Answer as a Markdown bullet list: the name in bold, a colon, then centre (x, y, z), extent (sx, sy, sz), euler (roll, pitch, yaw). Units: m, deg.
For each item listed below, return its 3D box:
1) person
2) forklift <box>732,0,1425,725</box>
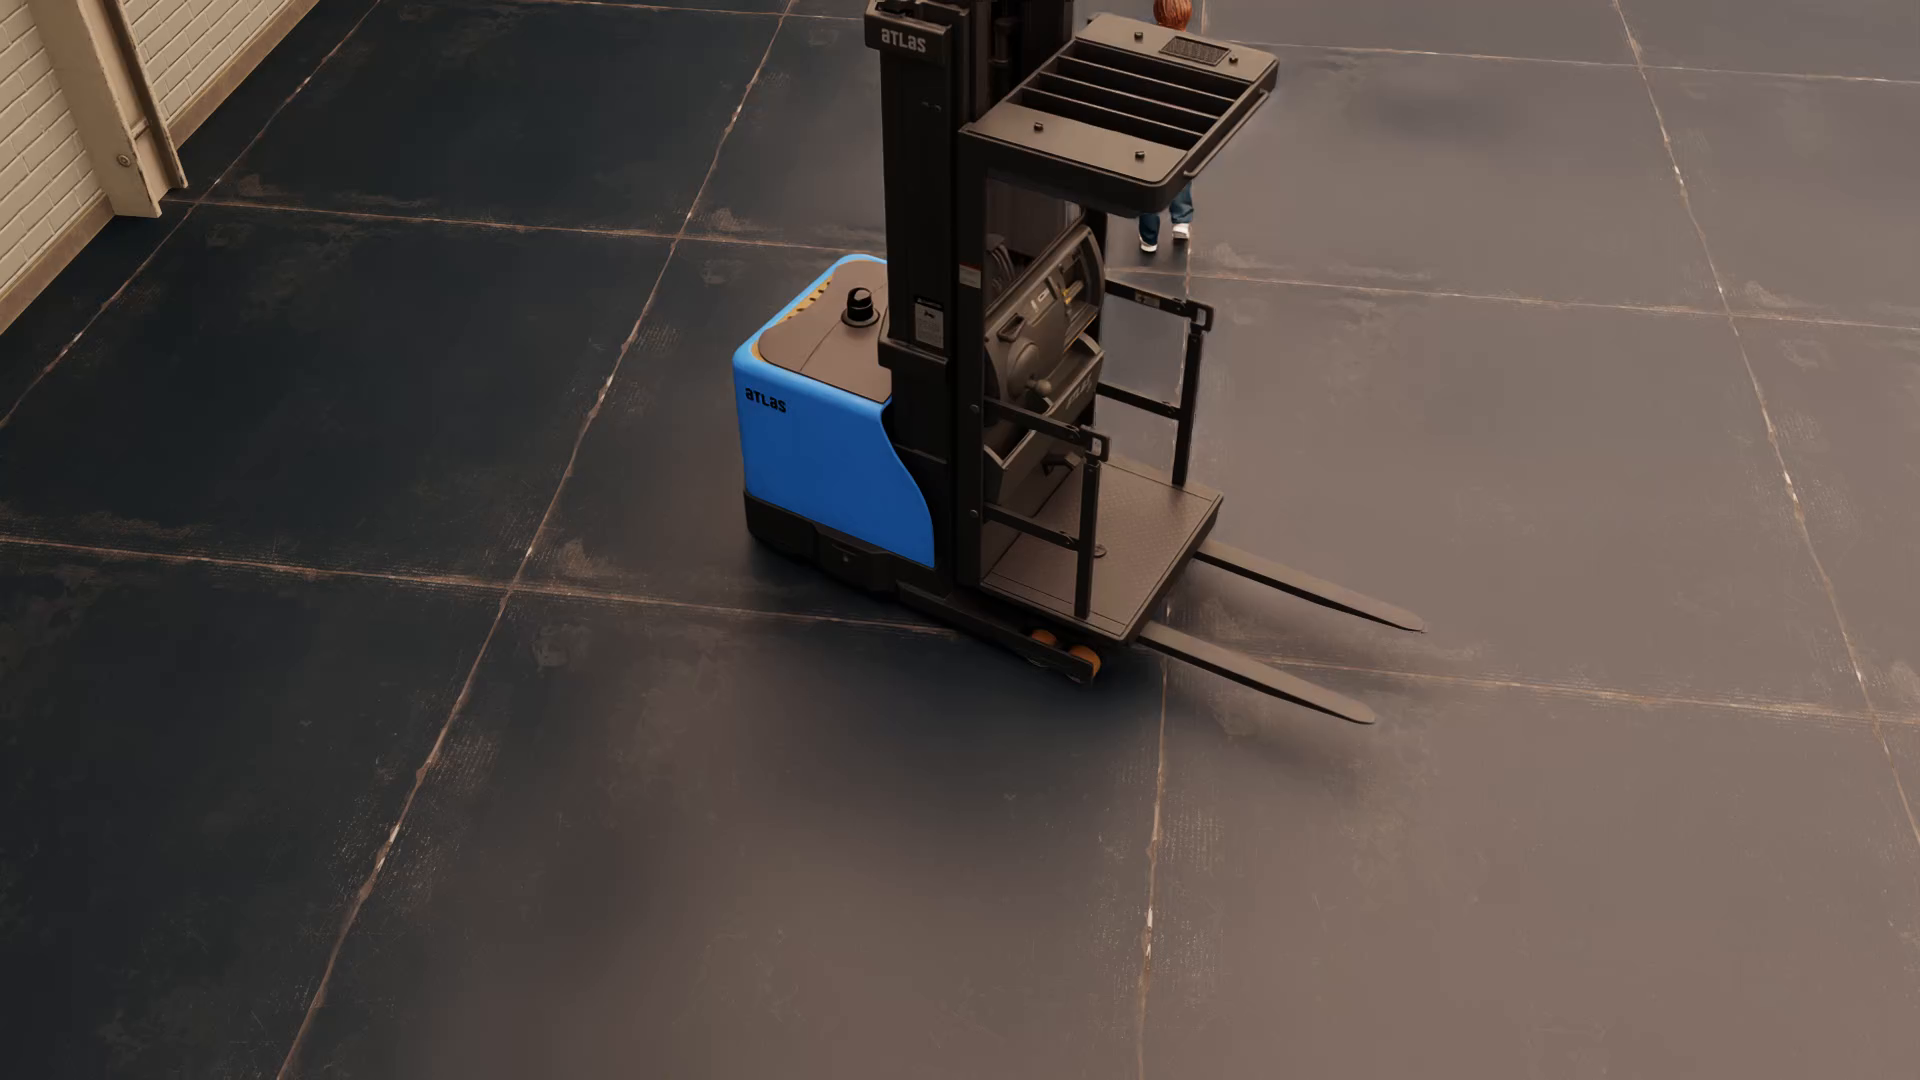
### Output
- **person**: centre (1.105, -2.337, 9.281), extent (0.686, 1.580, 0.420), euler (1, 43, 1)
- **forklift**: centre (0.529, -0.874, 6.675), extent (3.031, 2.935, 1.130), euler (21, 47, 22)
